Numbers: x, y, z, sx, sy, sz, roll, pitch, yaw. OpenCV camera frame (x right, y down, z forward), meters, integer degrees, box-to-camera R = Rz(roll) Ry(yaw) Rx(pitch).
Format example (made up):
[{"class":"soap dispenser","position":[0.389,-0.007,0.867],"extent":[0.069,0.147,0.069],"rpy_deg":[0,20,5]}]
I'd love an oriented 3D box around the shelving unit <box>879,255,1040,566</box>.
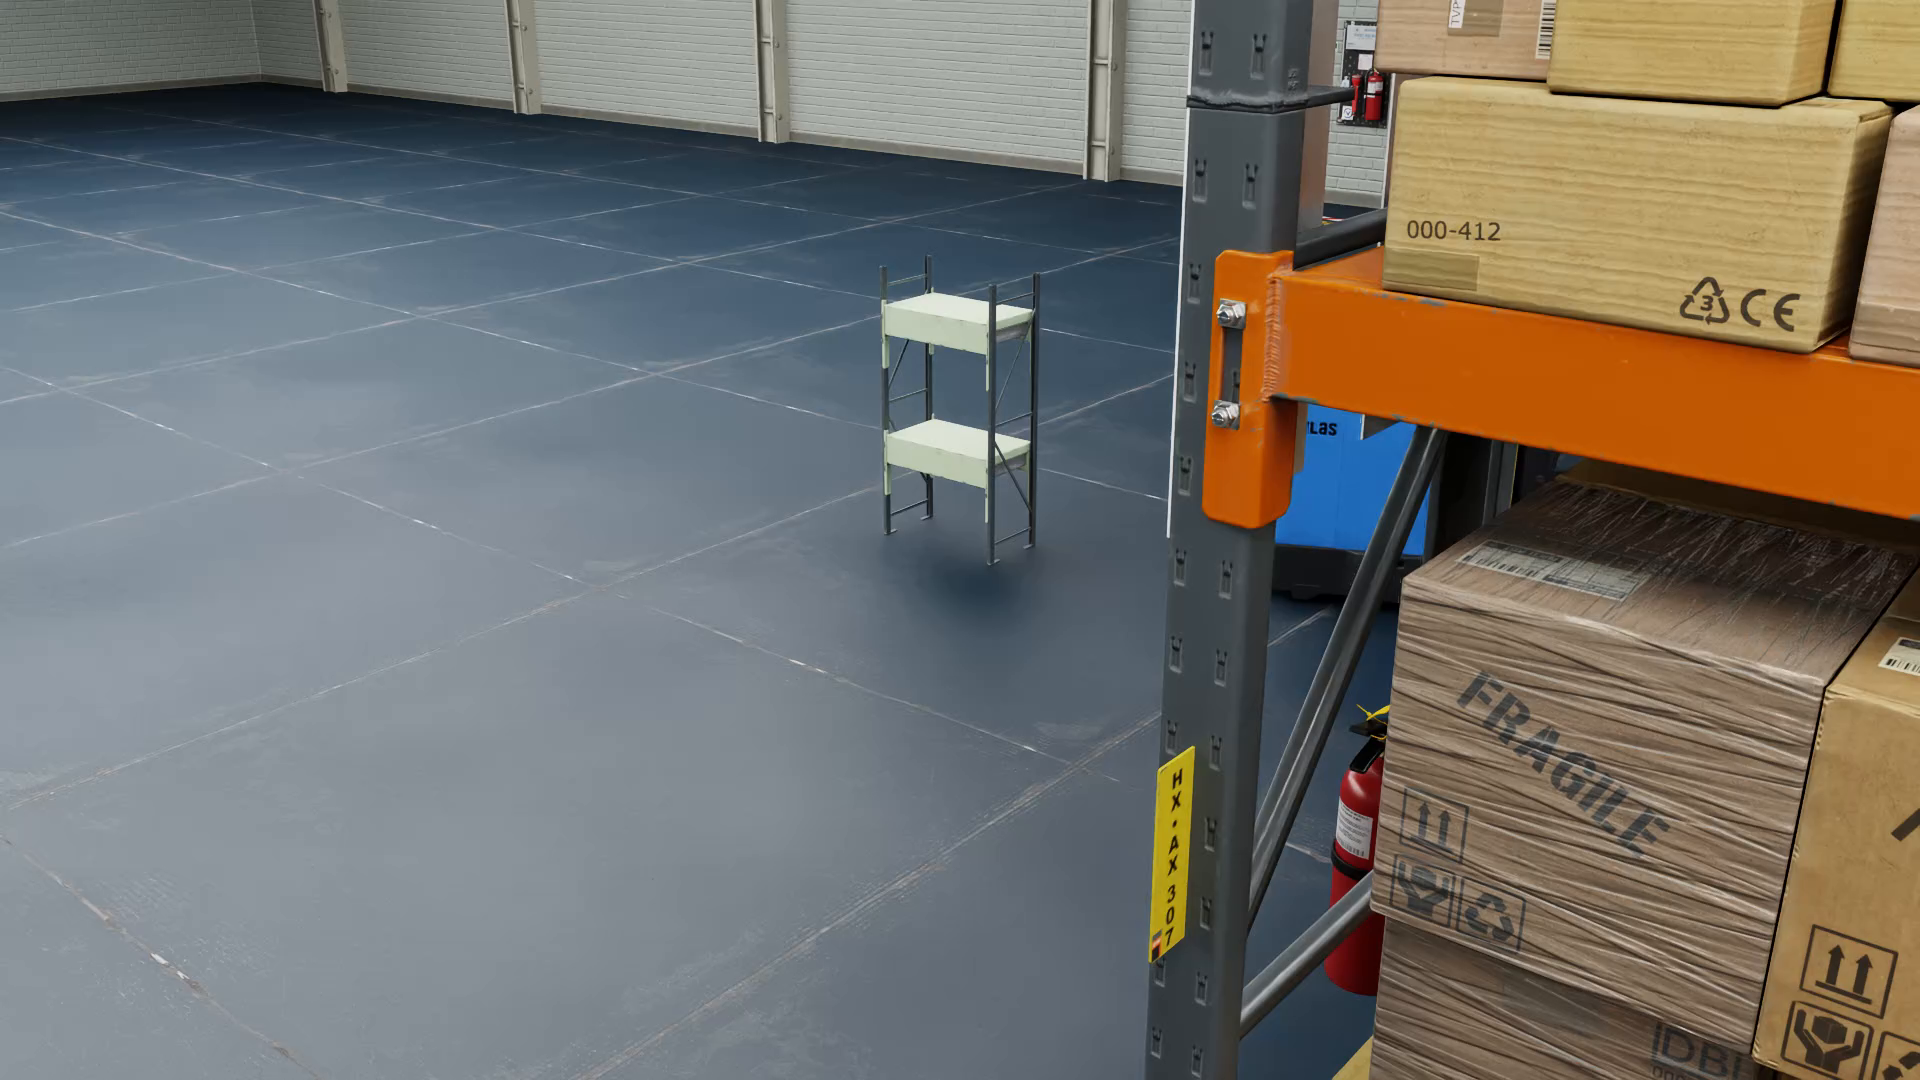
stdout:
[{"class":"shelving unit","position":[-0.005,-0.703,8.907],"extent":[0.755,1.500,0.431],"rpy_deg":[16,26,36]}]

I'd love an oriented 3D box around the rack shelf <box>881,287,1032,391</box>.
[{"class":"rack shelf","position":[-0.005,-1.068,8.770],"extent":[0.720,0.370,0.431],"rpy_deg":[16,26,36]}]

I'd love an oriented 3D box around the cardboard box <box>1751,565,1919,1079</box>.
[{"class":"cardboard box","position":[1.294,0.379,1.931],"extent":[0.500,0.500,0.500],"rpy_deg":[16,26,36]}]

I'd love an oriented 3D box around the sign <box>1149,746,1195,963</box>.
[{"class":"sign","position":[0.314,0.466,2.456],"extent":[0.005,0.325,0.100],"rpy_deg":[16,26,36]}]

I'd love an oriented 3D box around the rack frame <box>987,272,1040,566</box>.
[{"class":"rack frame","position":[0.278,-0.622,8.691],"extent":[0.023,1.500,0.400],"rpy_deg":[16,26,36]}]

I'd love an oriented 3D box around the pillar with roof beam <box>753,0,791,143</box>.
[{"class":"pillar with roof beam","position":[-5.525,-9.066,20.457],"extent":[0.400,9.000,9.100],"rpy_deg":[16,26,36]}]

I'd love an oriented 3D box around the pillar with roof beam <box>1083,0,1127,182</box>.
[{"class":"pillar with roof beam","position":[-0.876,-7.728,16.907],"extent":[0.400,9.000,9.100],"rpy_deg":[16,26,36]}]

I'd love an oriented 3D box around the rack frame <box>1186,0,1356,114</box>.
[{"class":"rack frame","position":[0.657,-2.085,1.943],"extent":[0.127,3.000,1.000],"rpy_deg":[16,26,36]}]

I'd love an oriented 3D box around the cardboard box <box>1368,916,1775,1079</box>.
[{"class":"cardboard box","position":[1.066,0.666,2.586],"extent":[0.500,0.500,0.875],"rpy_deg":[16,26,36]}]

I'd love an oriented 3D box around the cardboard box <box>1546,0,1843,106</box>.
[{"class":"cardboard box","position":[0.864,-0.589,1.875],"extent":[0.250,0.149,0.380],"rpy_deg":[17,26,37]}]

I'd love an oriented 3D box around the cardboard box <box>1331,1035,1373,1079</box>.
[{"class":"cardboard box","position":[0.727,0.969,2.705],"extent":[0.250,0.149,0.380],"rpy_deg":[16,26,36]}]

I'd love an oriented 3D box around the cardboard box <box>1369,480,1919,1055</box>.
[{"class":"cardboard box","position":[0.911,0.266,2.232],"extent":[0.500,0.500,0.500],"rpy_deg":[16,26,36]}]

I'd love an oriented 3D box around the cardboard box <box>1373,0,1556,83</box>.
[{"class":"cardboard box","position":[0.724,-0.673,2.098],"extent":[0.250,0.149,0.380],"rpy_deg":[16,26,36]}]

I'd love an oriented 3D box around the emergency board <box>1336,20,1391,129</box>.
[{"class":"emergency board","position":[4.604,-5.321,19.026],"extent":[0.643,1.169,0.194],"rpy_deg":[16,26,36]}]

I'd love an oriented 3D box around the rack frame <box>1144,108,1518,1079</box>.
[{"class":"rack frame","position":[0.657,0.722,3.002],"extent":[0.127,3.000,1.000],"rpy_deg":[16,26,36]}]

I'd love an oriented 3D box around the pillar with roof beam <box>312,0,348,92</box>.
[{"class":"pillar with roof beam","position":[-14.821,-11.744,27.556],"extent":[0.400,9.000,9.100],"rpy_deg":[16,26,36]}]

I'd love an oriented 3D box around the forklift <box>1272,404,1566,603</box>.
[{"class":"forklift","position":[3.074,-1.119,7.982],"extent":[3.031,2.935,1.130],"rpy_deg":[5,21,13]}]

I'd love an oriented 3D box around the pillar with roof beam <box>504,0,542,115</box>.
[{"class":"pillar with roof beam","position":[-10.173,-10.405,24.007],"extent":[0.400,9.000,9.100],"rpy_deg":[16,26,36]}]

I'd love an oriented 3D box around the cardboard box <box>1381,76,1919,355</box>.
[{"class":"cardboard box","position":[0.867,-0.433,2.027],"extent":[0.500,0.250,0.500],"rpy_deg":[17,27,38]}]

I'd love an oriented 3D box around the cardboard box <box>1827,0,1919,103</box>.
[{"class":"cardboard box","position":[1.138,-0.566,1.815],"extent":[0.250,0.149,0.380],"rpy_deg":[16,26,35]}]

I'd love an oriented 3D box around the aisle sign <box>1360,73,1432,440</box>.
[{"class":"aisle sign","position":[0.799,-0.590,2.797],"extent":[0.004,0.787,0.394],"rpy_deg":[16,26,36]}]

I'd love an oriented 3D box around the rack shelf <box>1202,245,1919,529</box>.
[{"class":"rack shelf","position":[2.207,0.102,1.416],"extent":[4.000,0.370,1.077],"rpy_deg":[16,26,36]}]

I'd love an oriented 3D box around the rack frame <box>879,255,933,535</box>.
[{"class":"rack frame","position":[-0.289,-0.785,9.124],"extent":[0.023,1.500,0.400],"rpy_deg":[16,26,36]}]

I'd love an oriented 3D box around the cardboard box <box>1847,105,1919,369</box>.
[{"class":"cardboard box","position":[1.271,-0.320,1.726],"extent":[0.500,0.250,0.500],"rpy_deg":[15,26,35]}]

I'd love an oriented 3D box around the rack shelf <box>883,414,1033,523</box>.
[{"class":"rack shelf","position":[-0.005,-0.398,9.023],"extent":[0.720,0.370,0.431],"rpy_deg":[16,26,36]}]

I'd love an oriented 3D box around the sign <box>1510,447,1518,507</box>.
[{"class":"sign","position":[1.024,-0.115,3.132],"extent":[0.005,0.325,0.100],"rpy_deg":[16,26,36]}]

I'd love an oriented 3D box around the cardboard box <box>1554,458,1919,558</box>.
[{"class":"cardboard box","position":[1.240,0.124,2.609],"extent":[0.500,0.500,0.500],"rpy_deg":[16,26,36]}]

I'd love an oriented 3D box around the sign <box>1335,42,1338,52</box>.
[{"class":"sign","position":[4.238,-5.733,19.319],"extent":[0.331,0.109,0.001],"rpy_deg":[16,26,36]}]

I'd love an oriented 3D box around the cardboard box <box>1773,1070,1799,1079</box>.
[{"class":"cardboard box","position":[1.529,0.745,2.378],"extent":[0.500,0.500,0.875],"rpy_deg":[16,26,36]}]

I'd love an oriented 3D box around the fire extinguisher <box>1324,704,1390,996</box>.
[{"class":"fire extinguisher","position":[0.860,0.607,3.417],"extent":[0.183,0.674,0.296],"rpy_deg":[16,26,36]}]

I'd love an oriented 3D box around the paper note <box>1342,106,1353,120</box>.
[{"class":"paper note","position":[4.510,-4.967,19.336],"extent":[0.142,0.148,0.016],"rpy_deg":[16,26,36]}]

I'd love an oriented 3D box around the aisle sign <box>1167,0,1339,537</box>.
[{"class":"aisle sign","position":[0.420,-0.426,2.362],"extent":[0.004,0.787,0.394],"rpy_deg":[16,26,36]}]
